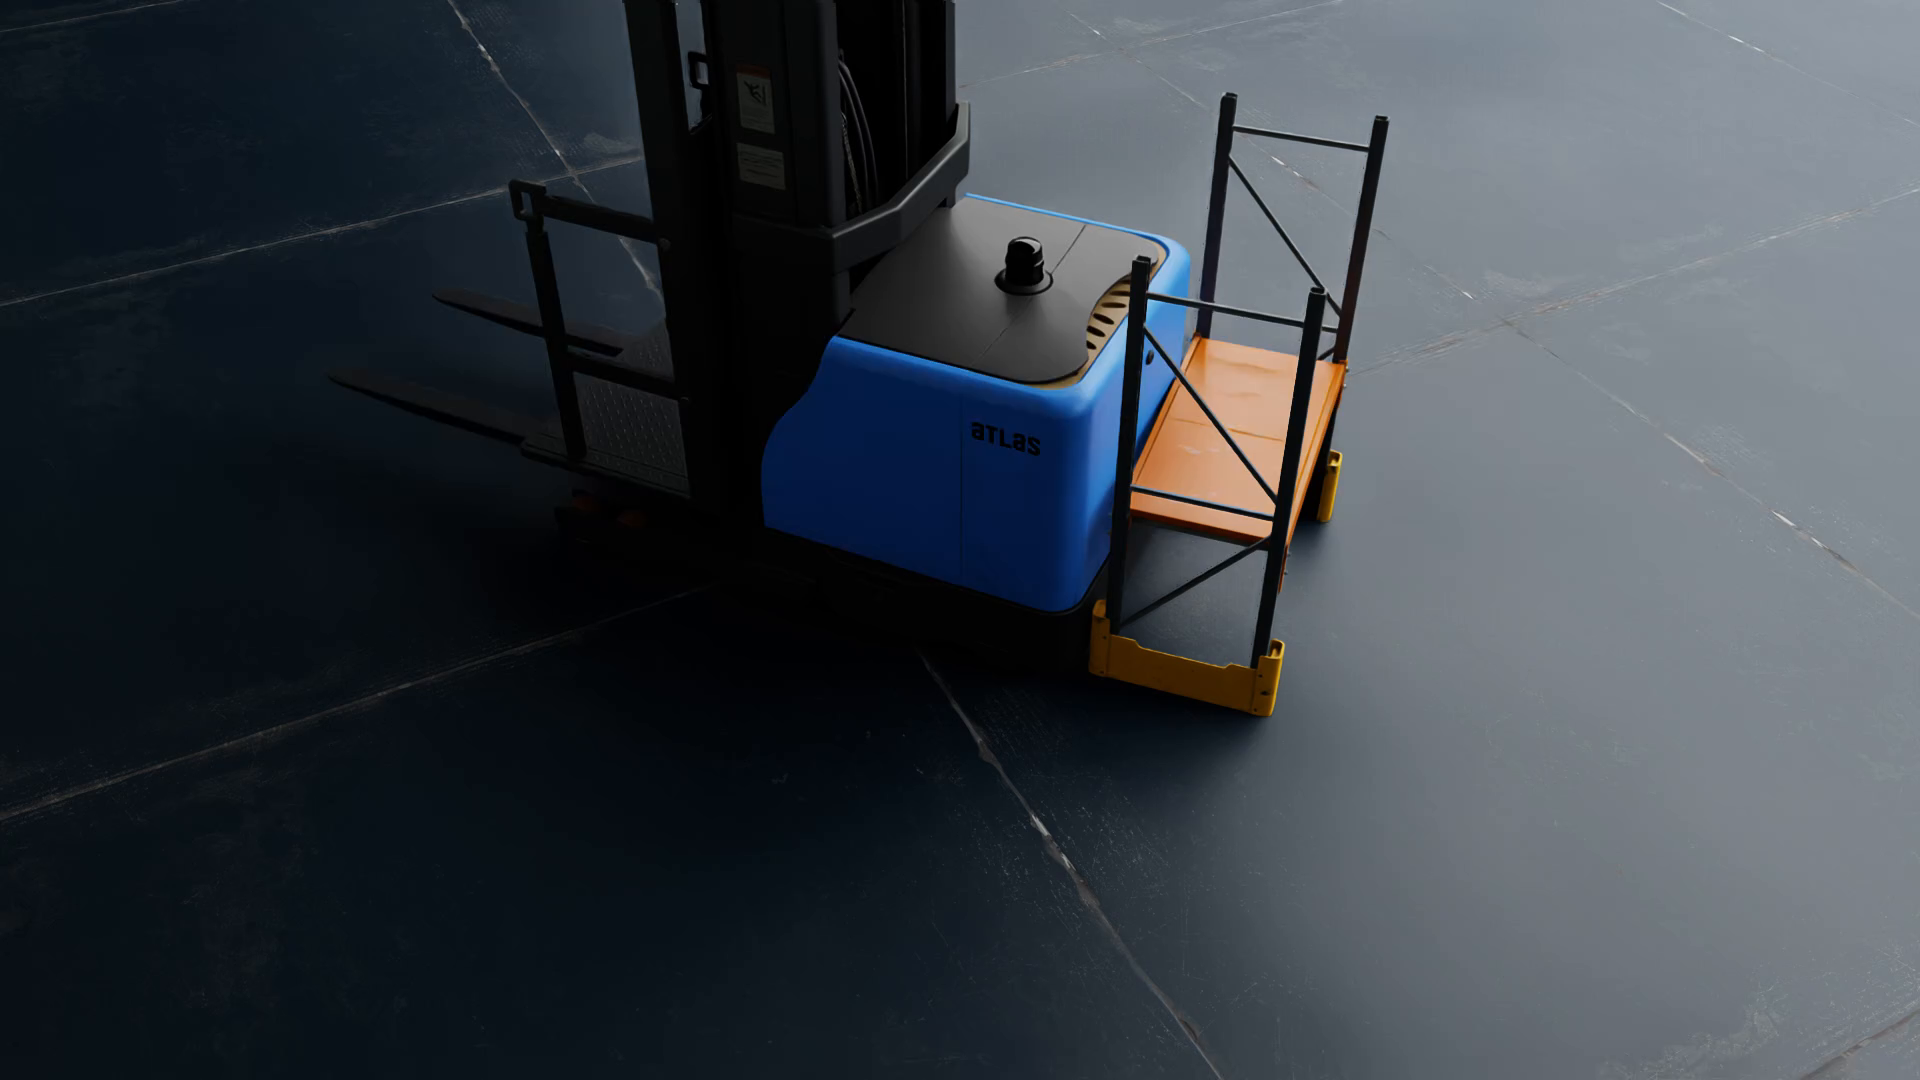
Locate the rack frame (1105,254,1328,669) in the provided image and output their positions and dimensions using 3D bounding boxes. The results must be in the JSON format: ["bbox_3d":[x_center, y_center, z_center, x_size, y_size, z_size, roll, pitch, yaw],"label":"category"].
[{"bbox_3d":[0.684,-0.103,4.710,0.500,1.500,0.032,13,42,15],"label":"rack frame"}]

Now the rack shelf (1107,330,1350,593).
[{"bbox_3d":[0.856,-0.274,5.192,0.538,0.185,1.000,13,42,15],"label":"rack shelf"}]

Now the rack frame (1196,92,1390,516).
[{"bbox_3d":[1.028,-0.721,5.441,0.500,1.500,0.032,13,42,15],"label":"rack frame"}]

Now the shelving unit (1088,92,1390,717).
[{"bbox_3d":[0.859,-0.417,5.082,0.587,1.500,1.083,13,42,15],"label":"shelving unit"}]

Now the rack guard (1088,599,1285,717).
[{"bbox_3d":[0.690,0.363,5.128,0.587,0.250,0.087,13,42,15],"label":"rack guard"}]

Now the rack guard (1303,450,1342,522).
[{"bbox_3d":[1.028,-0.243,5.843,0.587,0.250,0.087,13,42,15],"label":"rack guard"}]

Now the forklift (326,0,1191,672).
[{"bbox_3d":[-0.824,-1.348,5.074,3.031,2.935,1.130,16,43,19],"label":"forklift"}]
